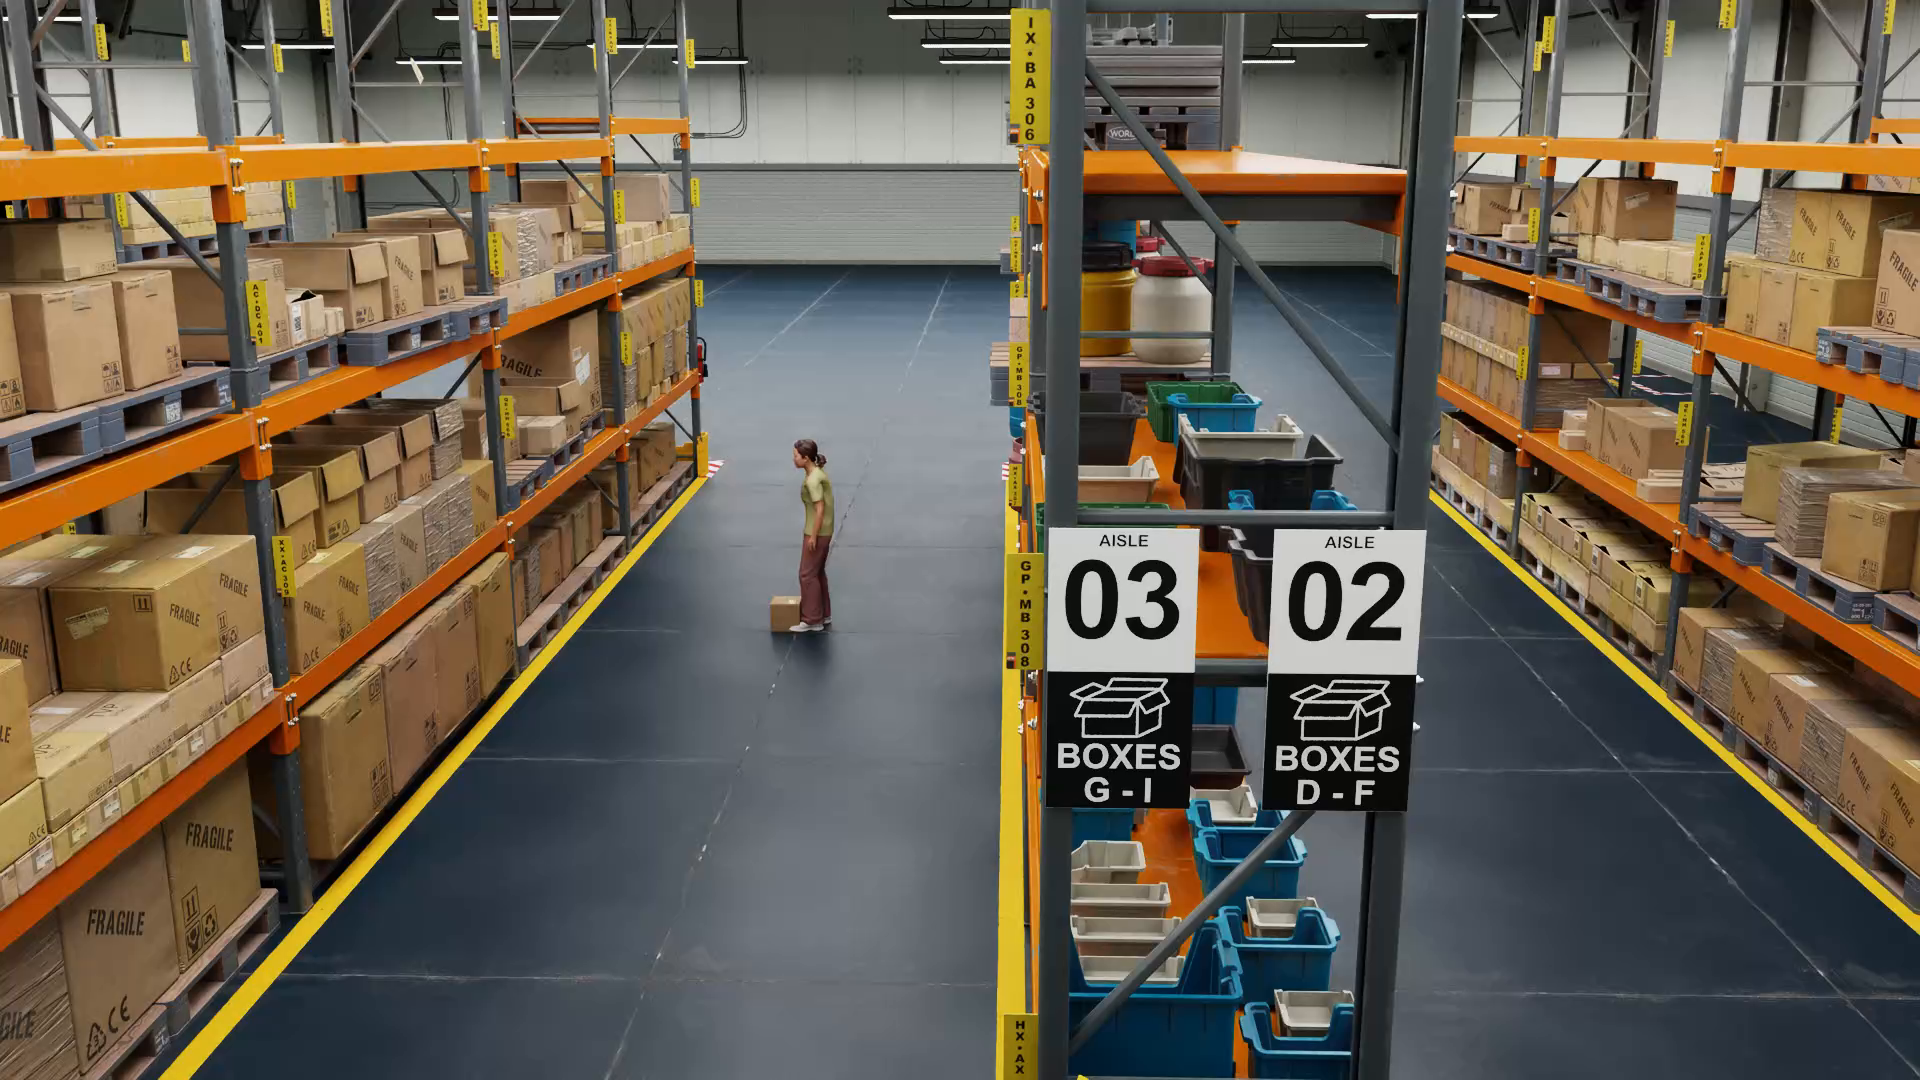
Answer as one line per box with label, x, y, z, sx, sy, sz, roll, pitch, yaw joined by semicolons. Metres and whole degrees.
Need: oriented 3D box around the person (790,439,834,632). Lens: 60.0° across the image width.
person;-1.278;-0.049;14.199;0.412;1.672;0.521;0;14;-2
